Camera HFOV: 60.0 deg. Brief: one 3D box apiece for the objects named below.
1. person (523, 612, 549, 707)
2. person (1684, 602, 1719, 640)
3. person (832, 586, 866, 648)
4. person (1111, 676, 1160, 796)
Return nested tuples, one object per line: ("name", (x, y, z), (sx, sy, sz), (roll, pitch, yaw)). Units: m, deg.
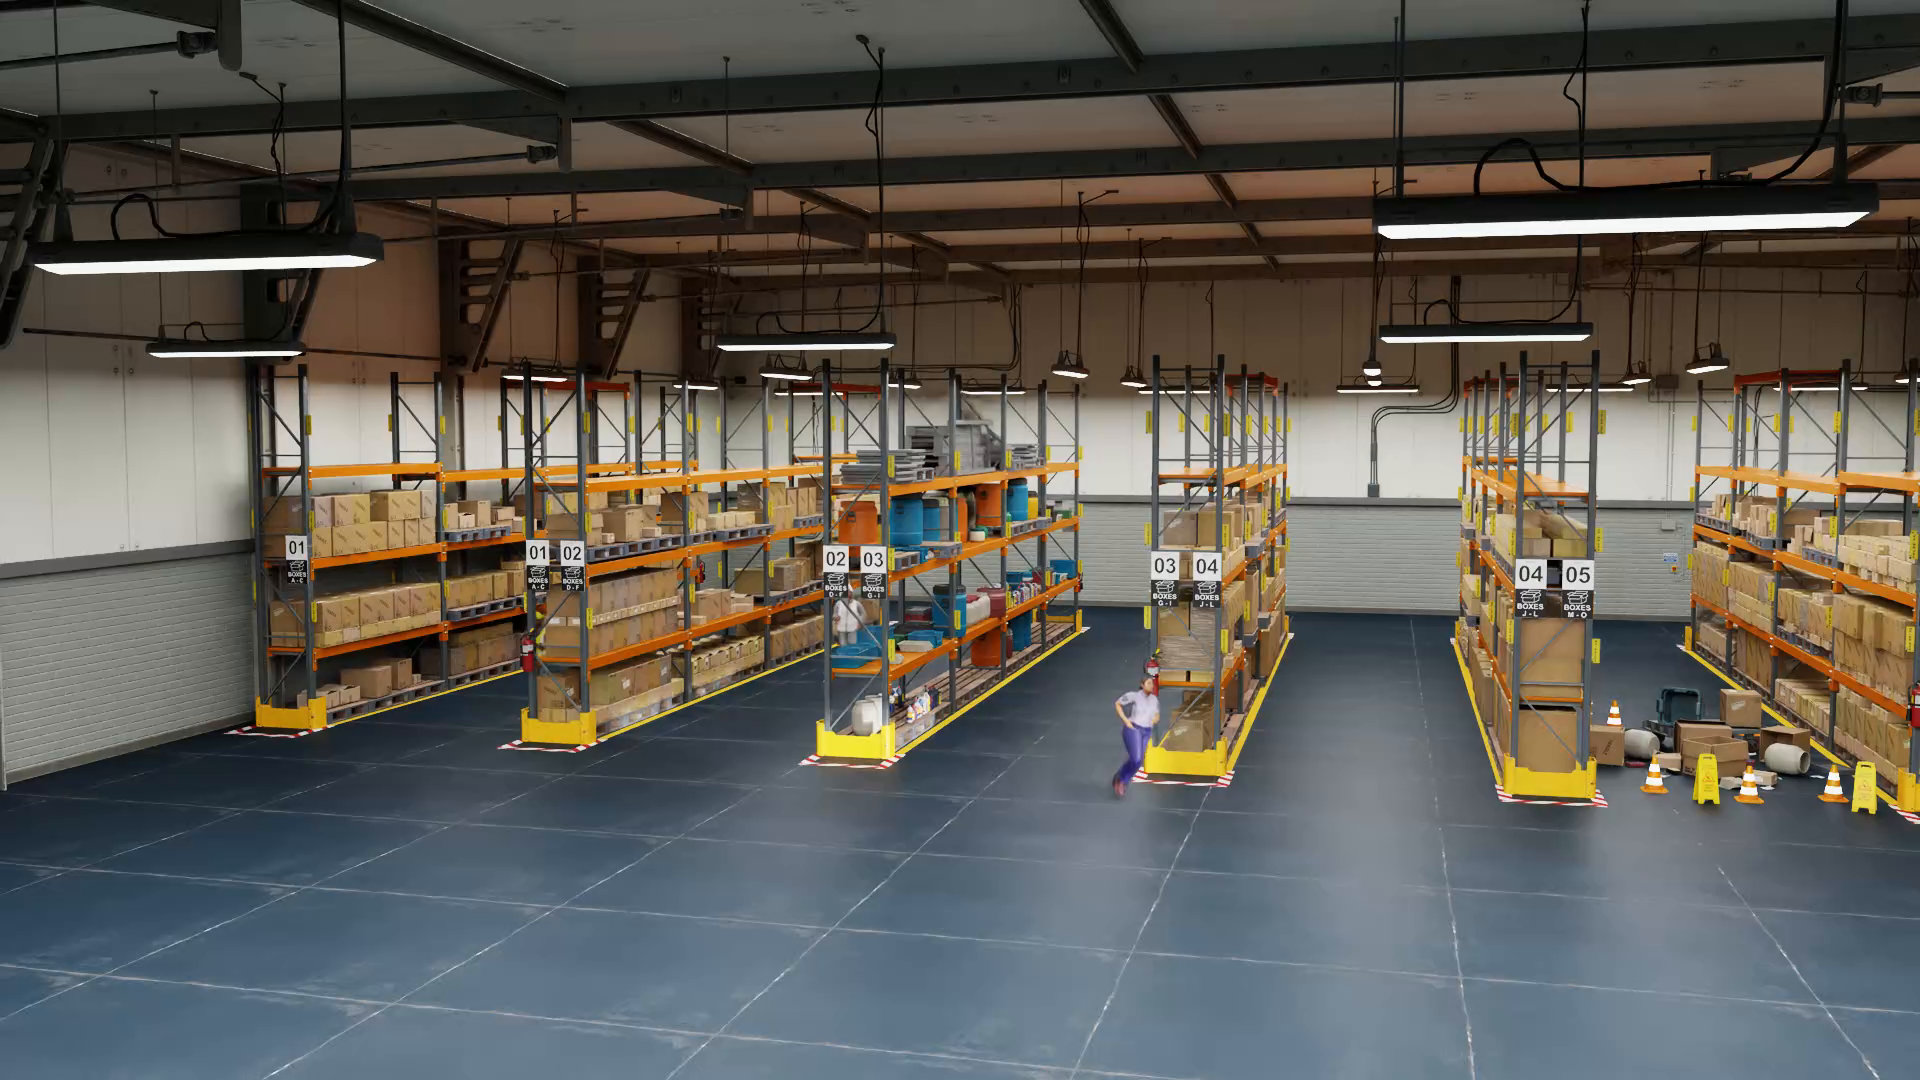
("person", (-7.284, 2.108, 28.754), (0.701, 1.750, 0.981), (0, 4, 7))
("person", (17.066, 1.495, 38.208), (0.913, 1.725, 0.734), (4, 5, 44))
("person", (-2.151, 1.756, 31.966), (0.642, 1.767, 0.647), (0, 4, 5))
("person", (2.400, 2.655, 22.619), (0.685, 1.623, 0.607), (-3, 5, -34))
